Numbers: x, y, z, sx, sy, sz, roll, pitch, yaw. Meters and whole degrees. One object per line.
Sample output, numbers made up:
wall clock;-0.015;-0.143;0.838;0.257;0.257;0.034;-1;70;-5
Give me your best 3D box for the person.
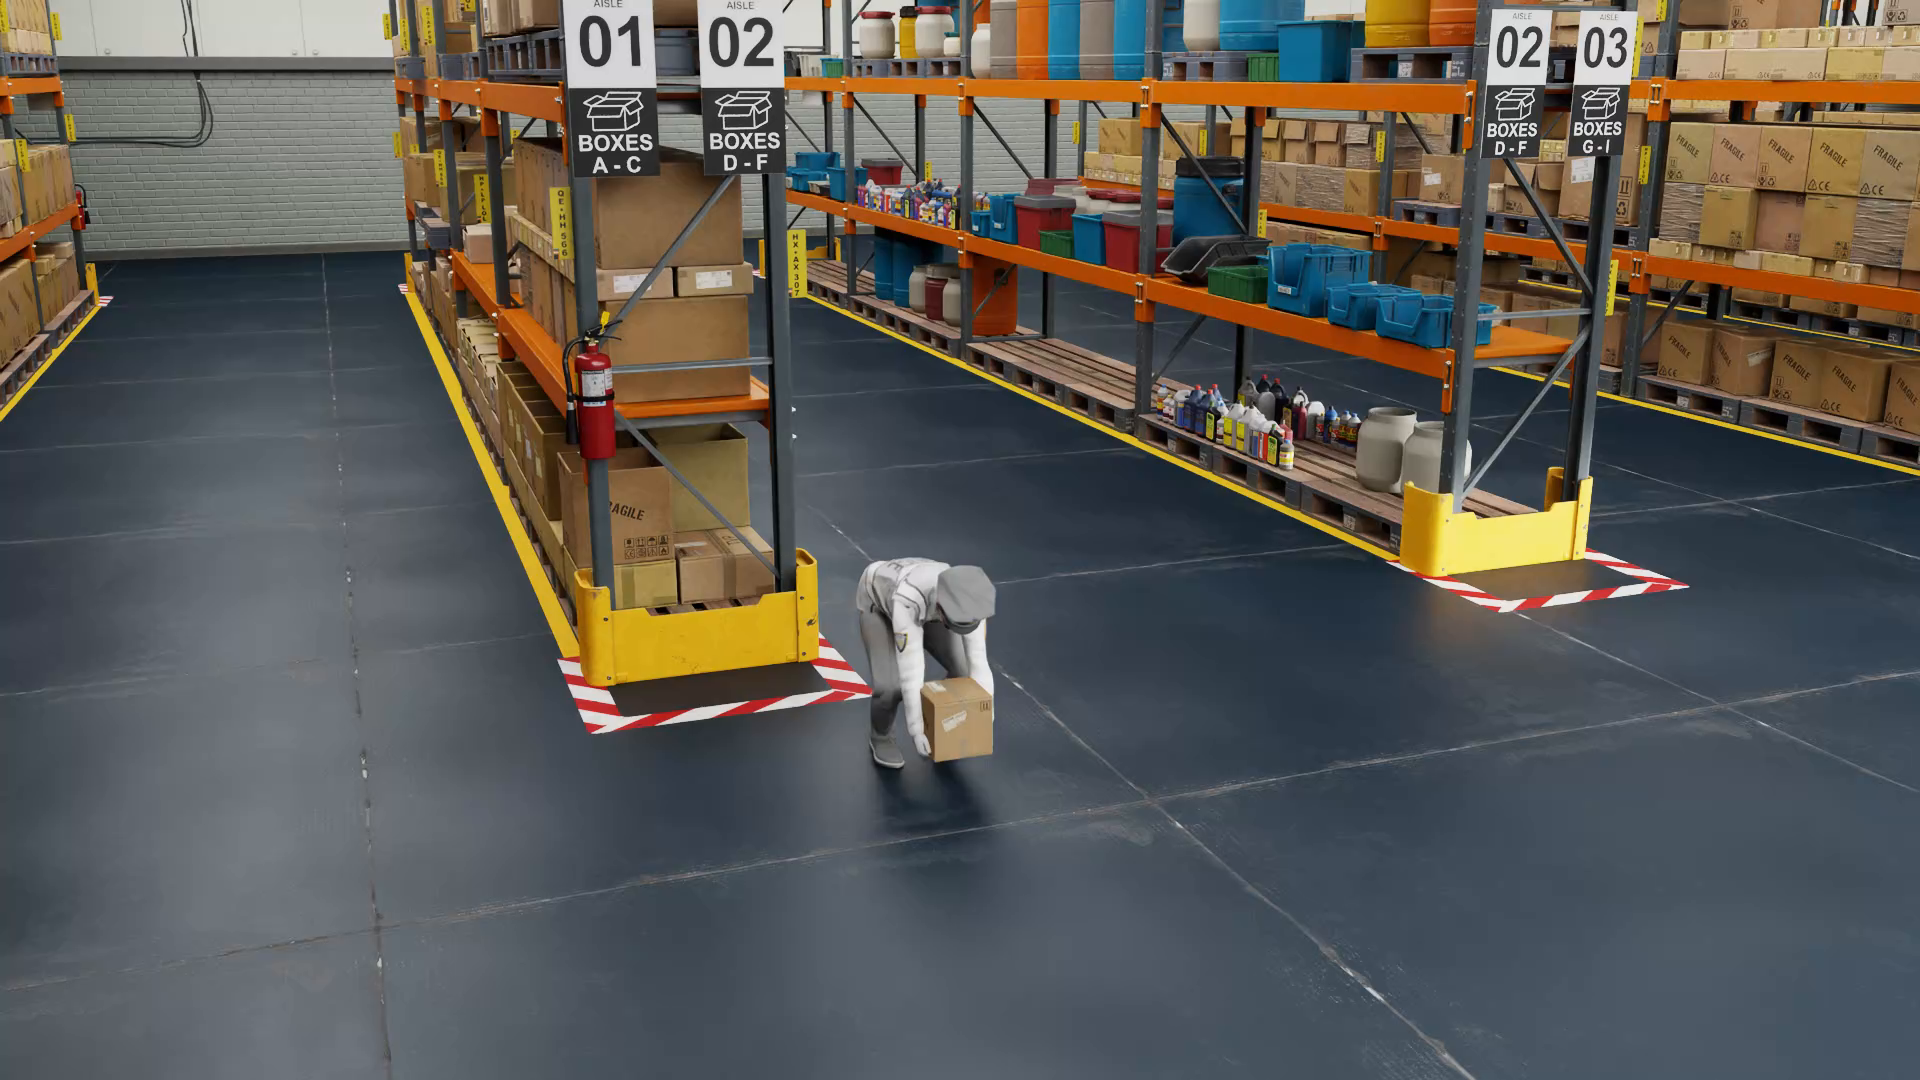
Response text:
person;-0.136;0.505;6.984;0.466;0.990;0.917;-7;17;-23
